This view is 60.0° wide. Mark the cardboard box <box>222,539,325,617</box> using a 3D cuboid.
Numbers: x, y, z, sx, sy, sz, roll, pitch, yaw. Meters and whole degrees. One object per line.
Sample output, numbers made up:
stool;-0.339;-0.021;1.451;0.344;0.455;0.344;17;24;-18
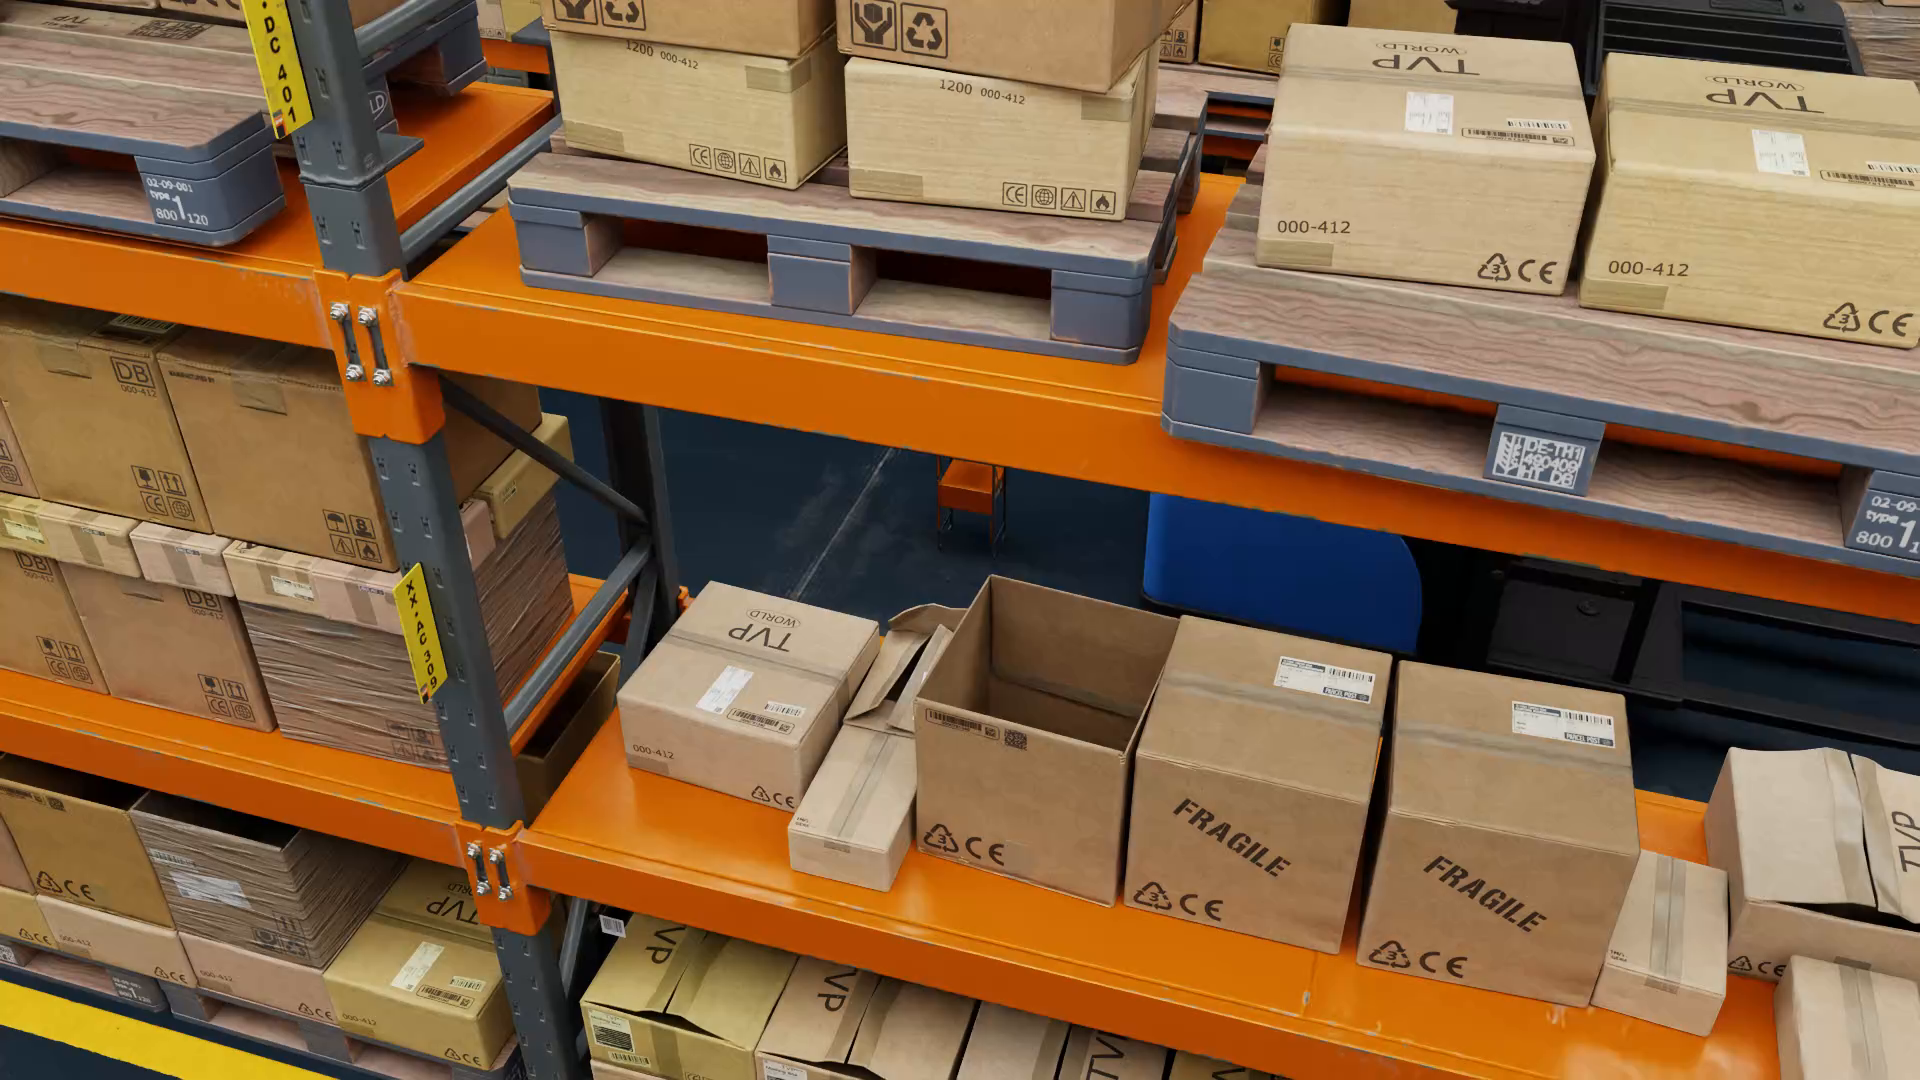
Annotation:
cardboard box;-1.575;0.001;4.087;0.250;0.149;0.380;10;37;13

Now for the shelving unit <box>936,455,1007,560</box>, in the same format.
shelving unit;0.051;-0.413;6.926;0.252;1.050;0.215;10;38;14

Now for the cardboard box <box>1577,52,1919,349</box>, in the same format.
cardboard box;1.304;-0.574;2.742;0.500;0.250;0.500;10;37;13

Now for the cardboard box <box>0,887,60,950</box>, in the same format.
cardboard box;-2.957;0.992;5.337;0.500;0.250;0.500;10;38;14

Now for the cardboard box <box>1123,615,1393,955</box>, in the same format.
cardboard box;0.693;0.560;3.874;0.500;0.500;0.500;11;38;14

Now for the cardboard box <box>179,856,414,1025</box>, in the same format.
cardboard box;-1.998;1.160;5.109;0.500;0.250;0.500;10;38;14

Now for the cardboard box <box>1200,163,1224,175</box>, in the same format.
cardboard box;1.165;-1.579;8.603;0.500;0.500;0.700;12;38;15

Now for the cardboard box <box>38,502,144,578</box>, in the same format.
cardboard box;-2.076;-0.090;4.210;0.250;0.149;0.380;10;38;14

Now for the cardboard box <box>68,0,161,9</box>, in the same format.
cardboard box;-1.933;-1.458;3.772;0.500;0.311;0.500;9;37;11

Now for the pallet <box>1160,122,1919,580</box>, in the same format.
pallet;1.059;-0.417;2.914;1.213;0.211;1.003;12;38;16

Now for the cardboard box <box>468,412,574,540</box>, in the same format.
cardboard box;-1.215;-0.185;4.339;0.250;0.149;0.380;10;38;14

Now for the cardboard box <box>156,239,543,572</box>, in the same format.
cardboard box;-1.441;-0.364;4.035;0.500;0.500;0.700;11;38;14

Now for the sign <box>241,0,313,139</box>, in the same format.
sign;-1.180;-0.860;2.855;0.005;0.325;0.100;10;38;14

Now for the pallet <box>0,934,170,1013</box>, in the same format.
pallet;-2.931;1.018;5.689;1.213;0.211;1.003;10;38;14

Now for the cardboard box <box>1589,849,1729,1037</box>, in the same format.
cardboard box;1.568;0.888;3.724;0.250;0.149;0.380;13;38;17

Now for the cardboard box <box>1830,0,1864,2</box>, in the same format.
cardboard box;3.626;-2.394;6.969;0.250;0.149;0.380;5;37;6

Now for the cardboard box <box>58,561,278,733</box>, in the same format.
cardboard box;-1.947;0.069;4.541;0.500;0.500;0.700;10;38;13

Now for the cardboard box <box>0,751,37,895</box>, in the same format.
cardboard box;-2.957;0.690;5.114;0.500;0.500;0.500;10;38;14

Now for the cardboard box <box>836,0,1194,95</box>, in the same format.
cardboard box;0.112;-1.126;2.859;0.500;0.500;0.500;14;39;18

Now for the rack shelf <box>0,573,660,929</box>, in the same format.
rack shelf;-2.925;0.210;5.041;4.000;0.370;1.077;10;38;14

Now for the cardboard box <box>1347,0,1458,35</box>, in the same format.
cardboard box;2.102;-2.436;7.574;0.500;0.500;0.700;16;39;20

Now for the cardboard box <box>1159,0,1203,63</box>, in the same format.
cardboard box;0.933;-2.638;7.848;0.500;0.500;0.700;11;38;14

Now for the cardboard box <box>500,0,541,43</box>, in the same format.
cardboard box;-2.005;-2.741;8.554;0.500;0.250;0.500;10;38;13

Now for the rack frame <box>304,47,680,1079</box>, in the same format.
rack frame;-1.016;0.274;4.348;0.127;3.000;1.000;10;38;14

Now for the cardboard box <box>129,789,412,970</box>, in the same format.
cardboard box;-1.997;0.857;4.888;0.500;0.500;0.500;10;38;14

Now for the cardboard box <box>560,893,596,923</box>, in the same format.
cardboard box;-1.368;0.959;5.383;0.500;0.250;0.500;10;38;14

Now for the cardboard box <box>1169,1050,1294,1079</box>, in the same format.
cardboard box;0.772;1.471;4.213;0.500;0.311;0.500;12;38;15

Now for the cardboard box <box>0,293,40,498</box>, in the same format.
cardboard box;-2.402;-0.541;4.276;0.500;0.500;0.700;10;38;14

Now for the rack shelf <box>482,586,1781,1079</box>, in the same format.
rack shelf;0.893;0.917;4.080;4.000;0.370;1.077;10;38;14

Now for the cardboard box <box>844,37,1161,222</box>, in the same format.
cardboard box;0.095;-0.833;3.093;0.500;0.250;0.500;7;37;9

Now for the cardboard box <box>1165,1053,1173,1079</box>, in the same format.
cardboard box;0.278;1.605;4.505;0.500;0.250;0.500;9;37;12

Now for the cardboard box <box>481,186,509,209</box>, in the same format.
cardboard box;-2.727;-2.158;9.548;0.500;0.311;0.500;6;37;9

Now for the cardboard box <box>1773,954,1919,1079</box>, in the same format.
cardboard box;1.861;1.079;3.465;0.250;0.149;0.380;10;38;14

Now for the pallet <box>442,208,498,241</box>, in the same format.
pallet;-2.523;-1.937;9.703;1.213;0.211;1.003;10;38;14

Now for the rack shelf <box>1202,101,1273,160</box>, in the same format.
rack shelf;2.367;-1.886;7.889;4.000;0.370;1.077;10;38;14

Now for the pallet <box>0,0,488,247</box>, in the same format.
pallet;-1.838;-1.035;3.670;1.213;0.211;1.003;10;38;14

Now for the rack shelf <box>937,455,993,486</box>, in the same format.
rack shelf;0.051;-0.405;6.932;0.240;0.259;0.215;10;38;14

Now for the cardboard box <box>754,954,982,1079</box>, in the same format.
cardboard box;-0.219;1.292;4.457;0.500;0.311;0.500;10;38;13

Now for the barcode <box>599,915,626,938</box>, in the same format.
barcode;-0.896;0.997;4.292;0.075;0.075;0.001;10;38;14

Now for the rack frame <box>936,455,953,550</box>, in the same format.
rack frame;-0.065;-0.435;6.955;0.008;1.050;0.200;10;38;14

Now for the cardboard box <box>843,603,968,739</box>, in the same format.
cardboard box;-0.122;0.379;4.317;0.258;0.266;0.396;10;37;13

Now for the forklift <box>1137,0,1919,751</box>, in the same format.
forklift;2.273;-0.713;5.747;3.031;2.935;1.130;11;38;15
